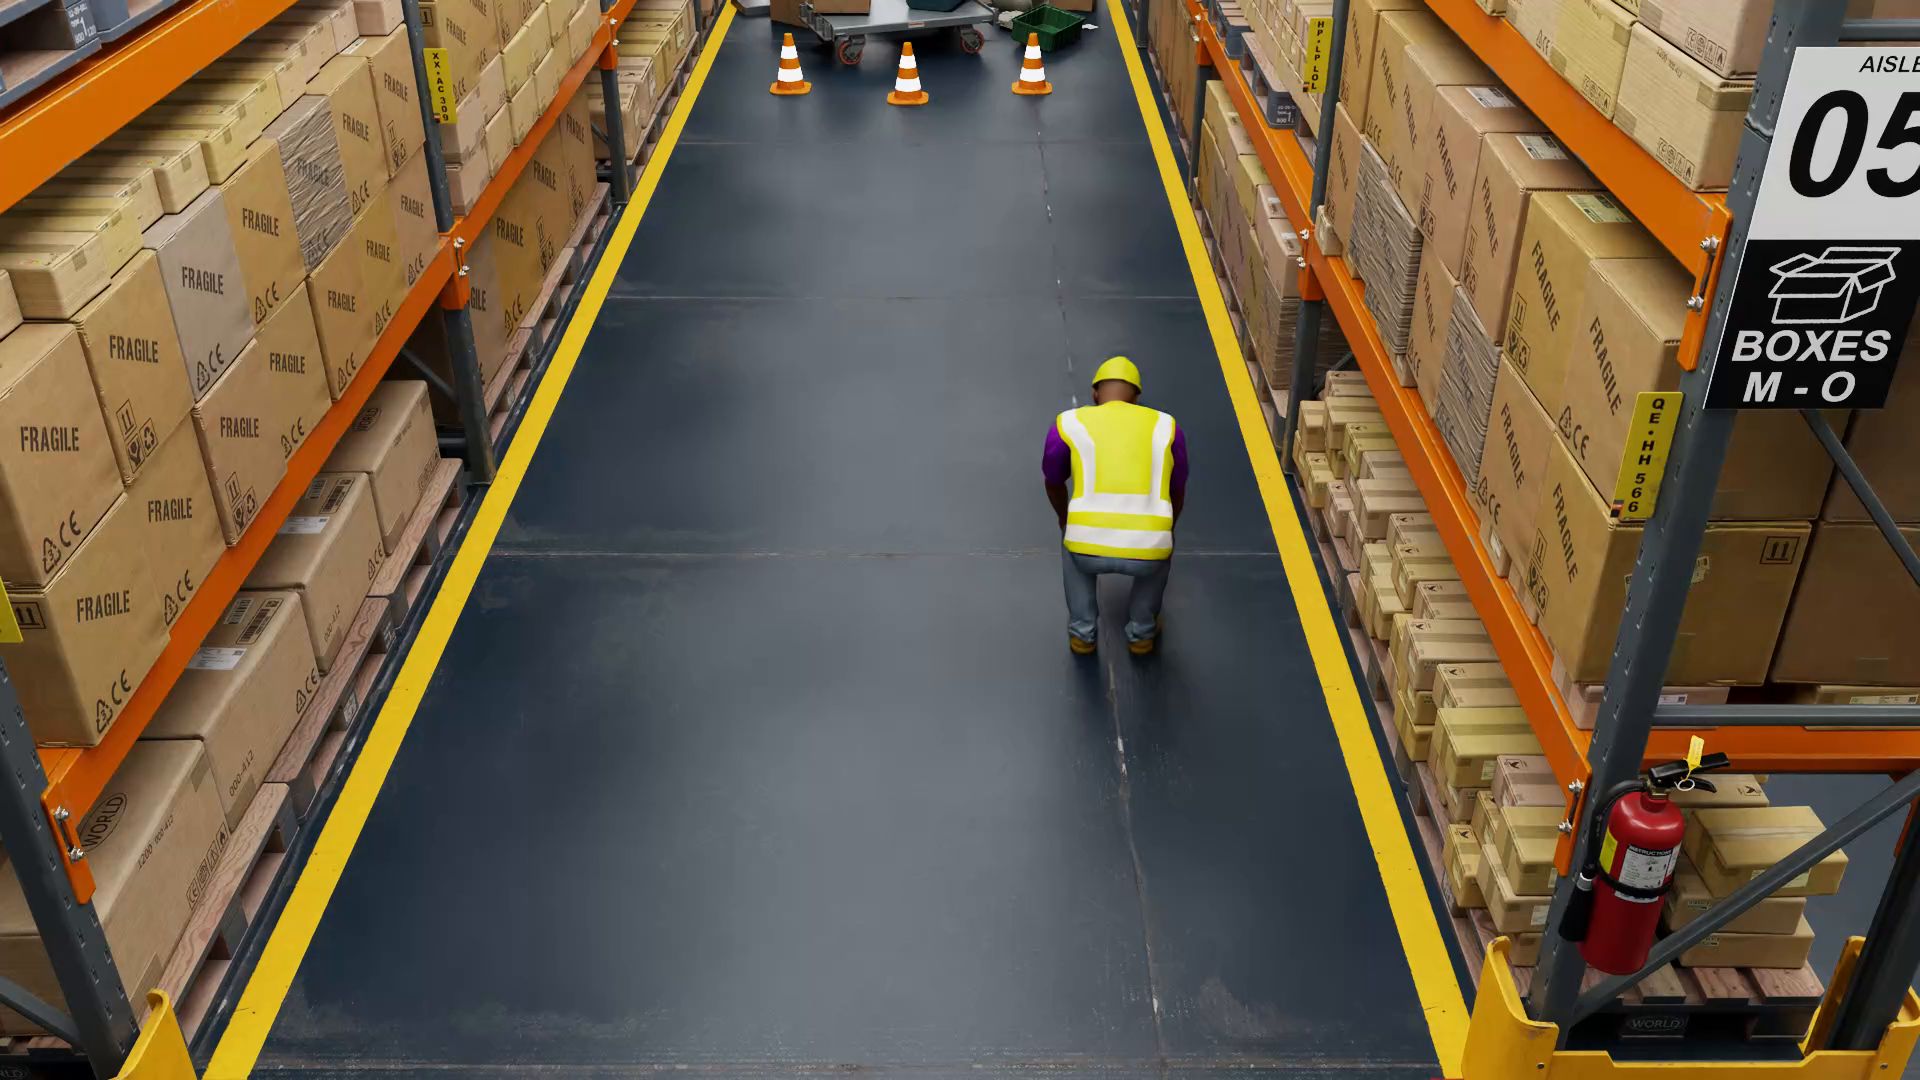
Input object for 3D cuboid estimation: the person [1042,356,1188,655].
[{"bbox_3d":[0.625,-0.108,6.902,0.607,1.133,0.856,5,32,8],"label":"person"}]
